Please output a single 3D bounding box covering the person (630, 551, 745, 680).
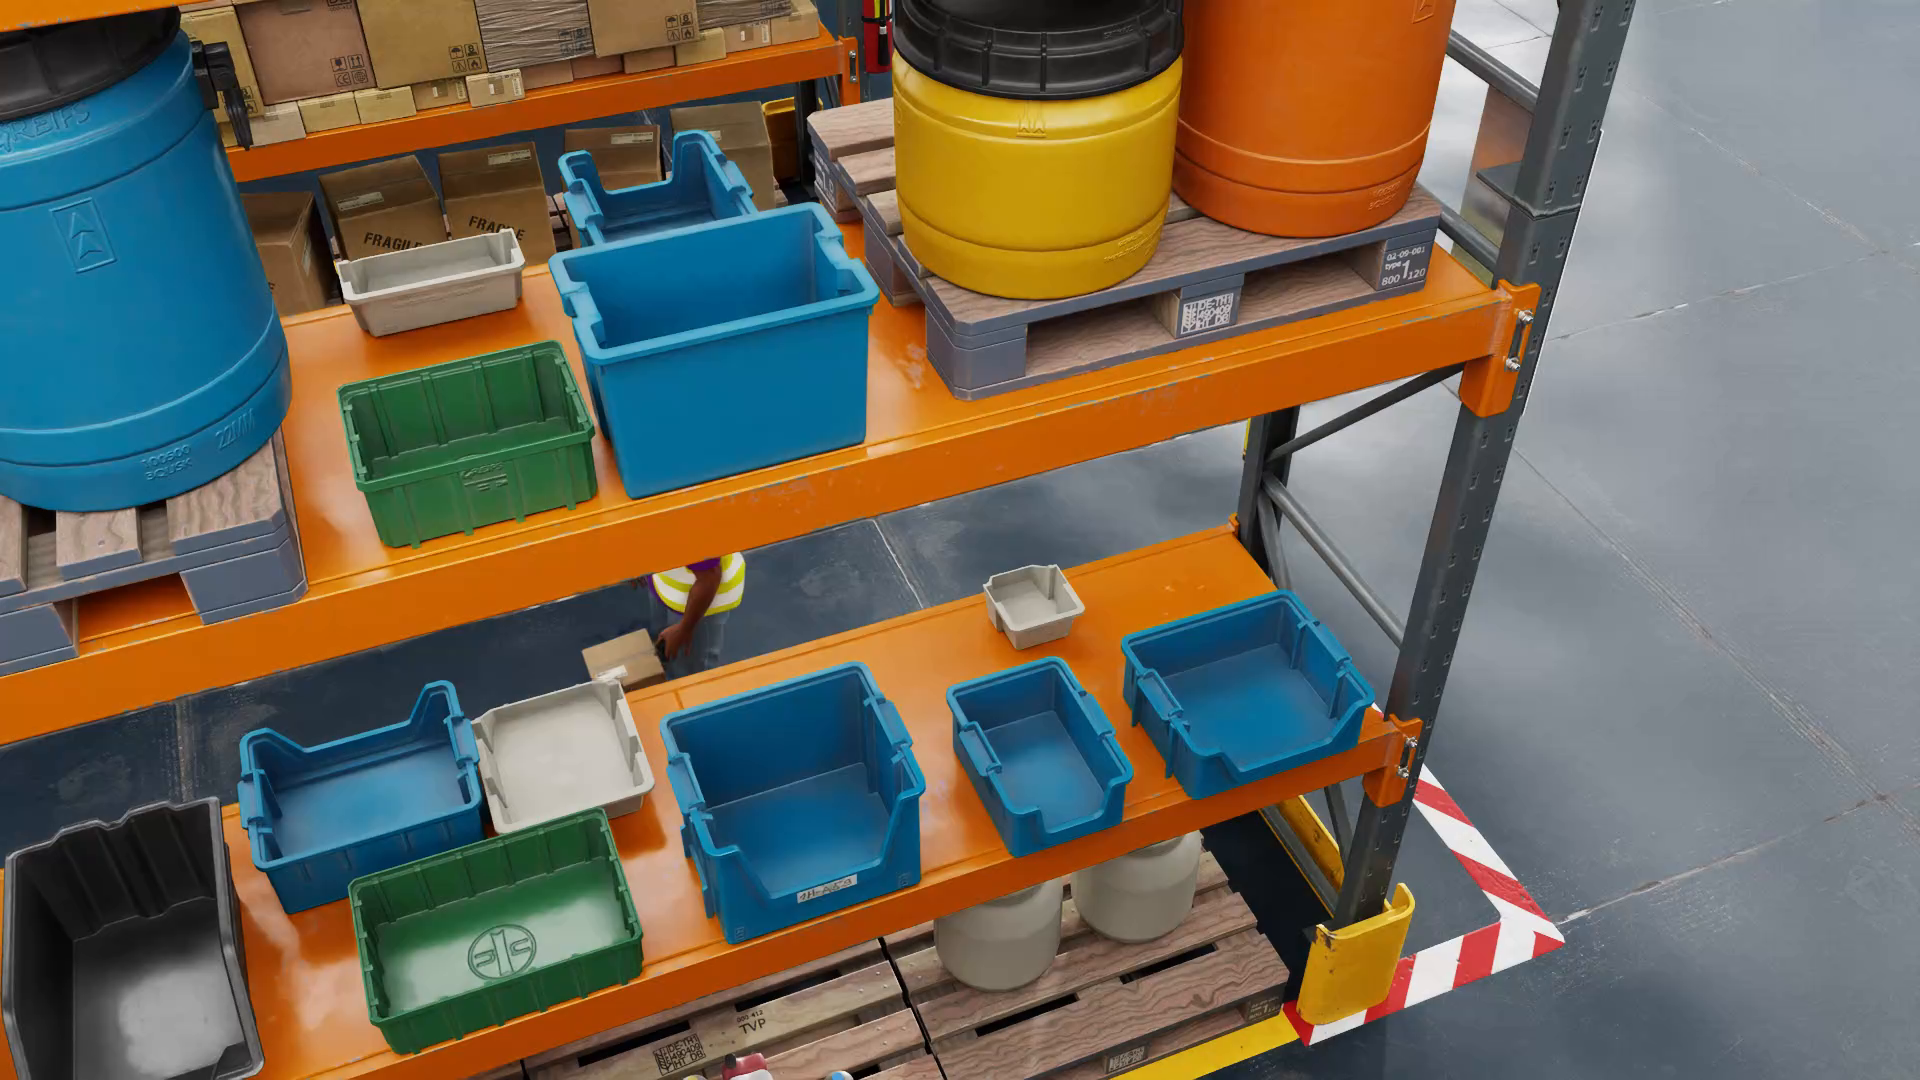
[{"bbox_3d":[-0.993,0.159,5.963,0.430,1.764,0.591,-16,44,-18],"label":"person"}]
